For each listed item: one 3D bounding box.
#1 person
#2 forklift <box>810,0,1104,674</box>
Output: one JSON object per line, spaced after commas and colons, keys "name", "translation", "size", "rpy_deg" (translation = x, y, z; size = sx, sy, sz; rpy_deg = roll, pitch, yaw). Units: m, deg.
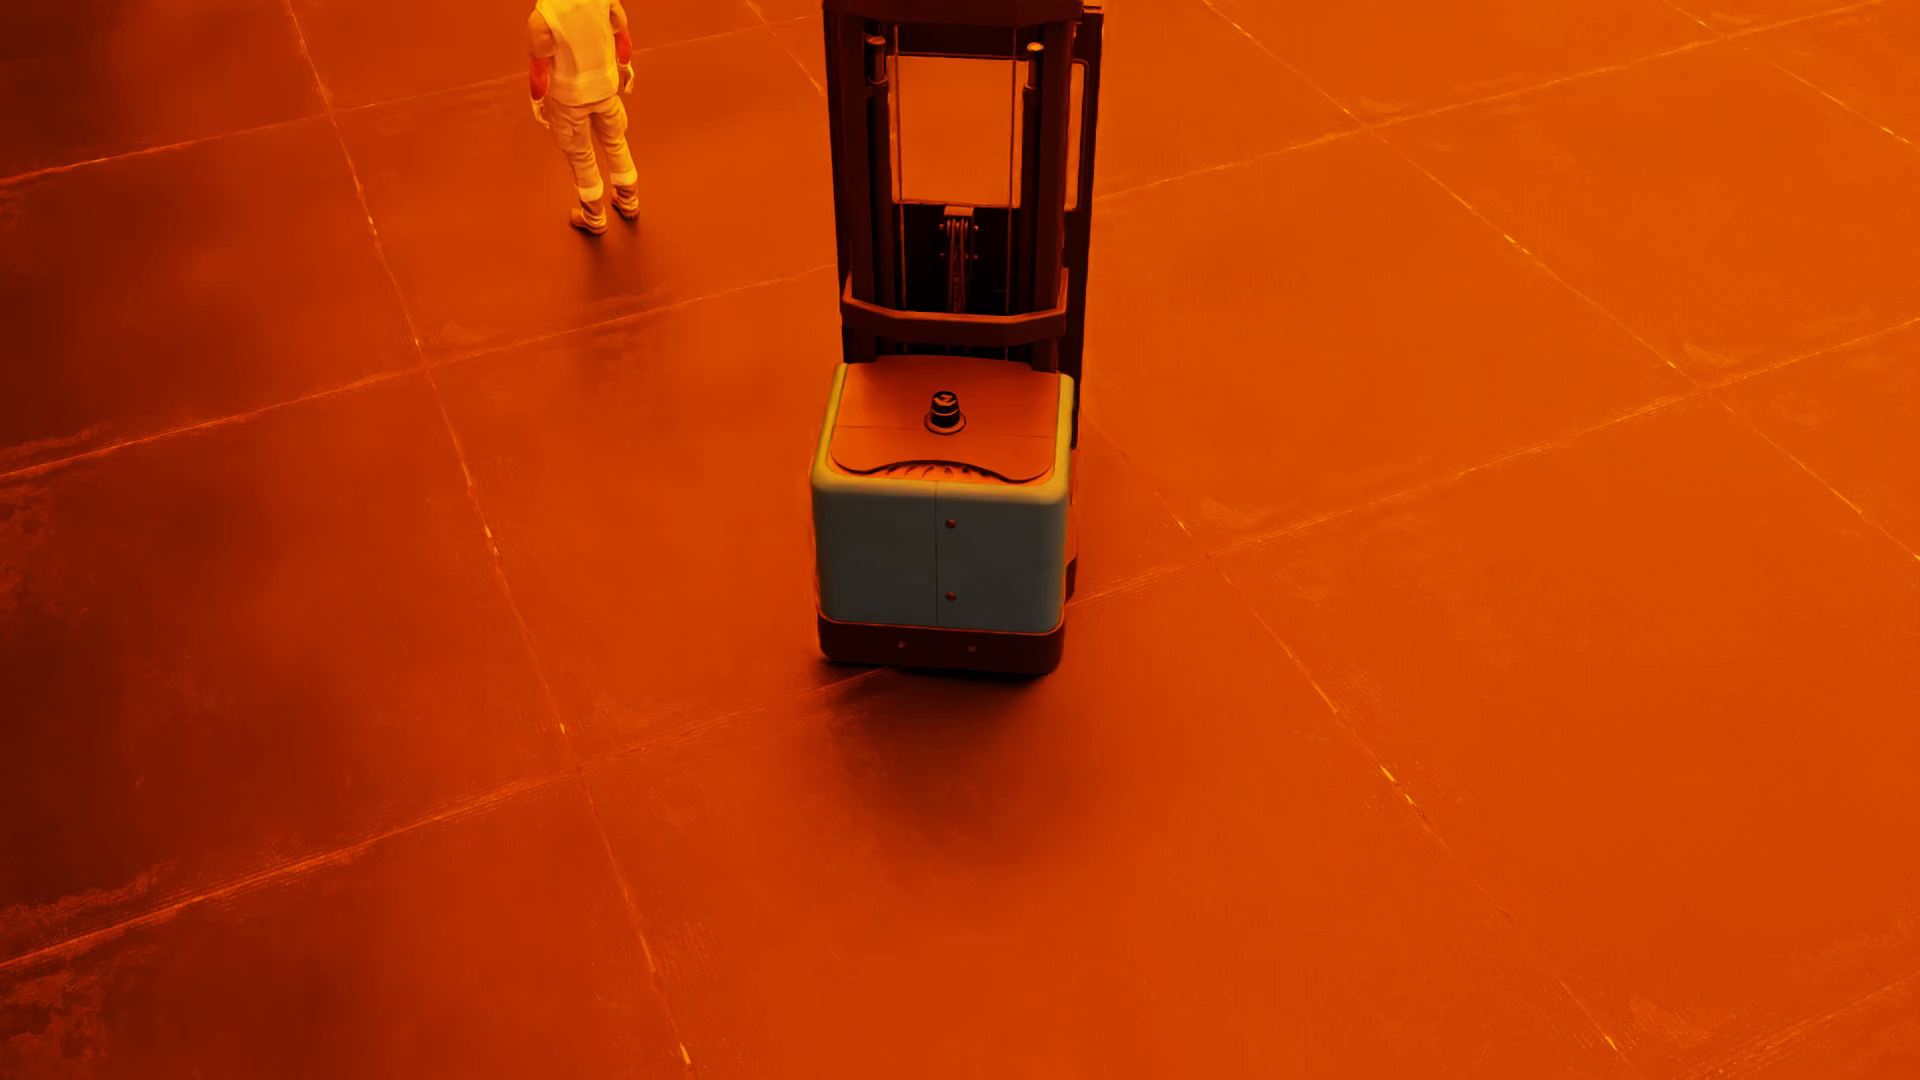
{"name": "person", "translation": [-2.110, -2.517, 9.213], "size": [0.635, 1.795, 0.522], "rpy_deg": [-26, 49, -26]}
{"name": "forklift", "translation": [0.034, -1.500, 7.287], "size": [1.130, 2.935, 3.031], "rpy_deg": [3, 43, 4]}
